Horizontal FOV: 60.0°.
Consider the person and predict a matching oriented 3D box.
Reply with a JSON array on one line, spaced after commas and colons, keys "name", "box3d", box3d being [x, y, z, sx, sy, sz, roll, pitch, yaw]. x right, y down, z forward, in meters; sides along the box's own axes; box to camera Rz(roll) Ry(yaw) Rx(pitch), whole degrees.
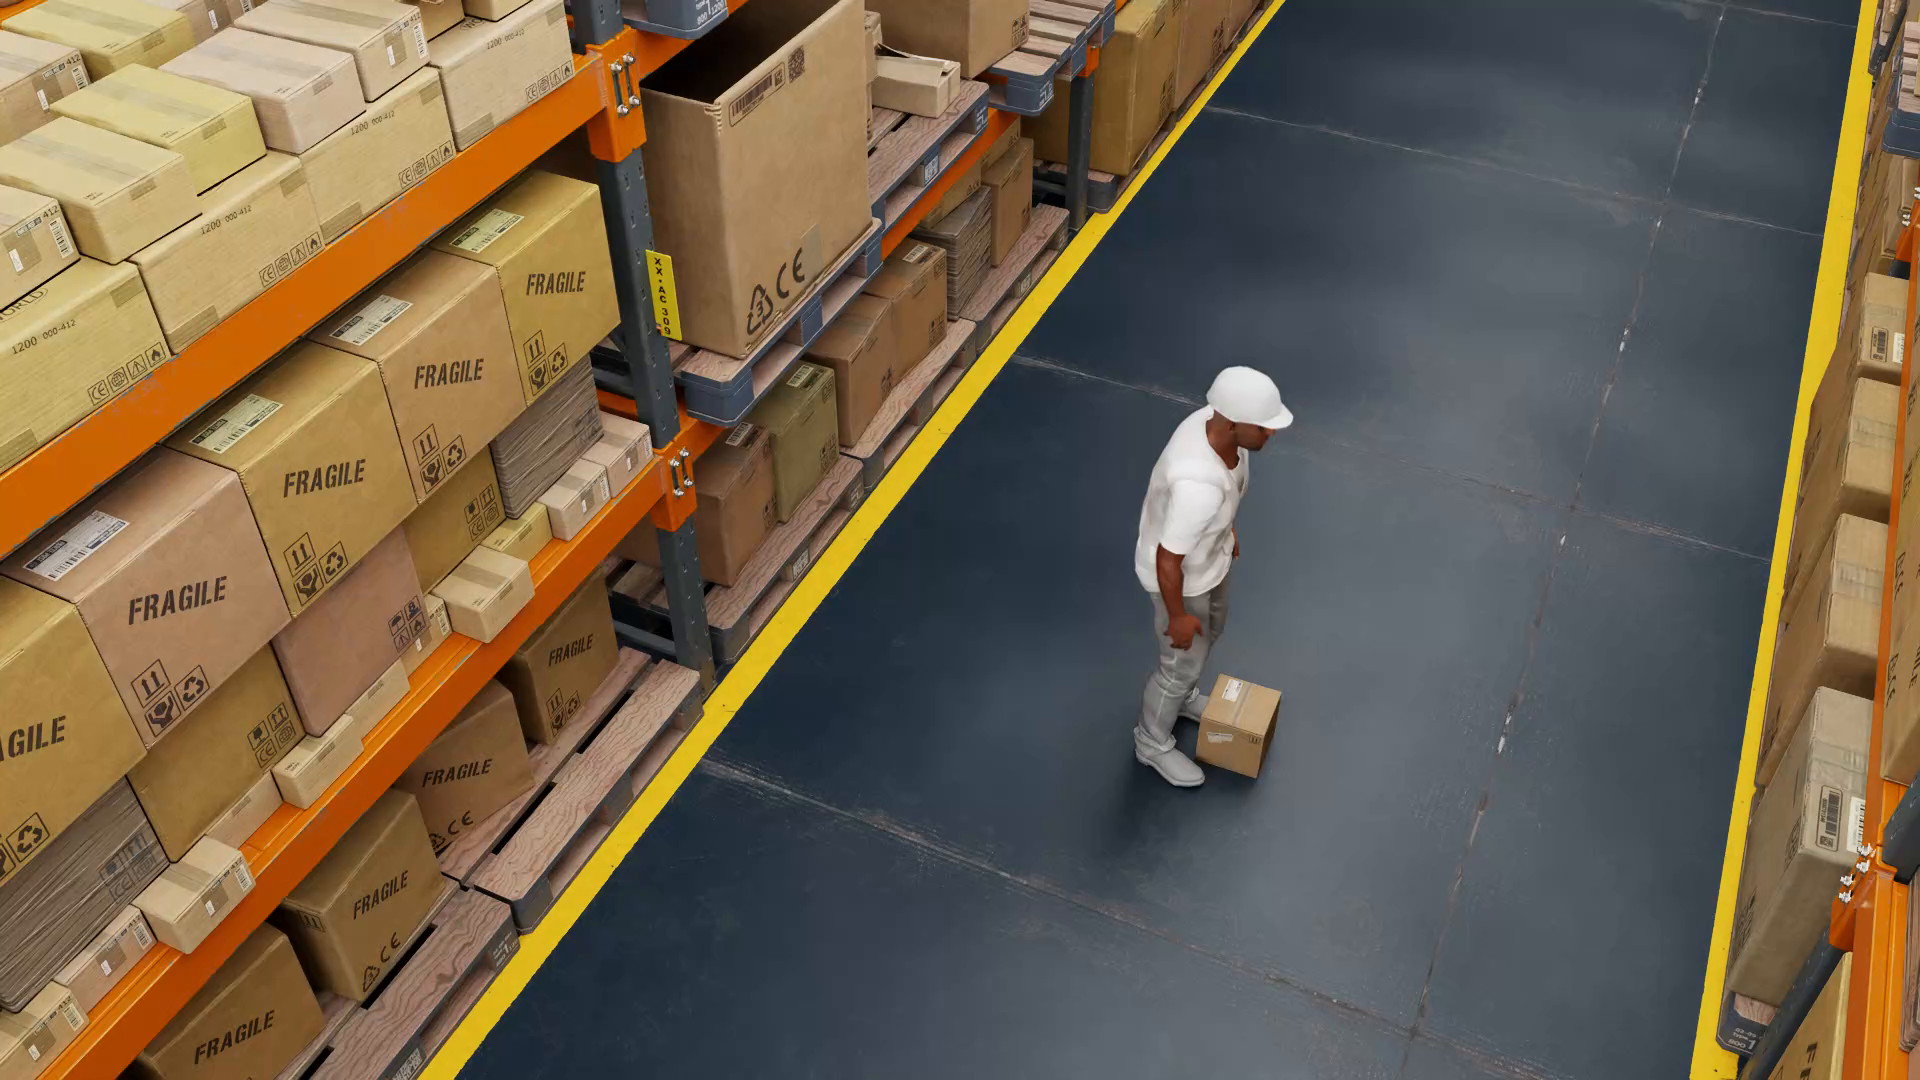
[{"name": "person", "box3d": [0.876, 0.104, 6.029, 0.463, 1.760, 0.632, 17, 44, 18]}]
